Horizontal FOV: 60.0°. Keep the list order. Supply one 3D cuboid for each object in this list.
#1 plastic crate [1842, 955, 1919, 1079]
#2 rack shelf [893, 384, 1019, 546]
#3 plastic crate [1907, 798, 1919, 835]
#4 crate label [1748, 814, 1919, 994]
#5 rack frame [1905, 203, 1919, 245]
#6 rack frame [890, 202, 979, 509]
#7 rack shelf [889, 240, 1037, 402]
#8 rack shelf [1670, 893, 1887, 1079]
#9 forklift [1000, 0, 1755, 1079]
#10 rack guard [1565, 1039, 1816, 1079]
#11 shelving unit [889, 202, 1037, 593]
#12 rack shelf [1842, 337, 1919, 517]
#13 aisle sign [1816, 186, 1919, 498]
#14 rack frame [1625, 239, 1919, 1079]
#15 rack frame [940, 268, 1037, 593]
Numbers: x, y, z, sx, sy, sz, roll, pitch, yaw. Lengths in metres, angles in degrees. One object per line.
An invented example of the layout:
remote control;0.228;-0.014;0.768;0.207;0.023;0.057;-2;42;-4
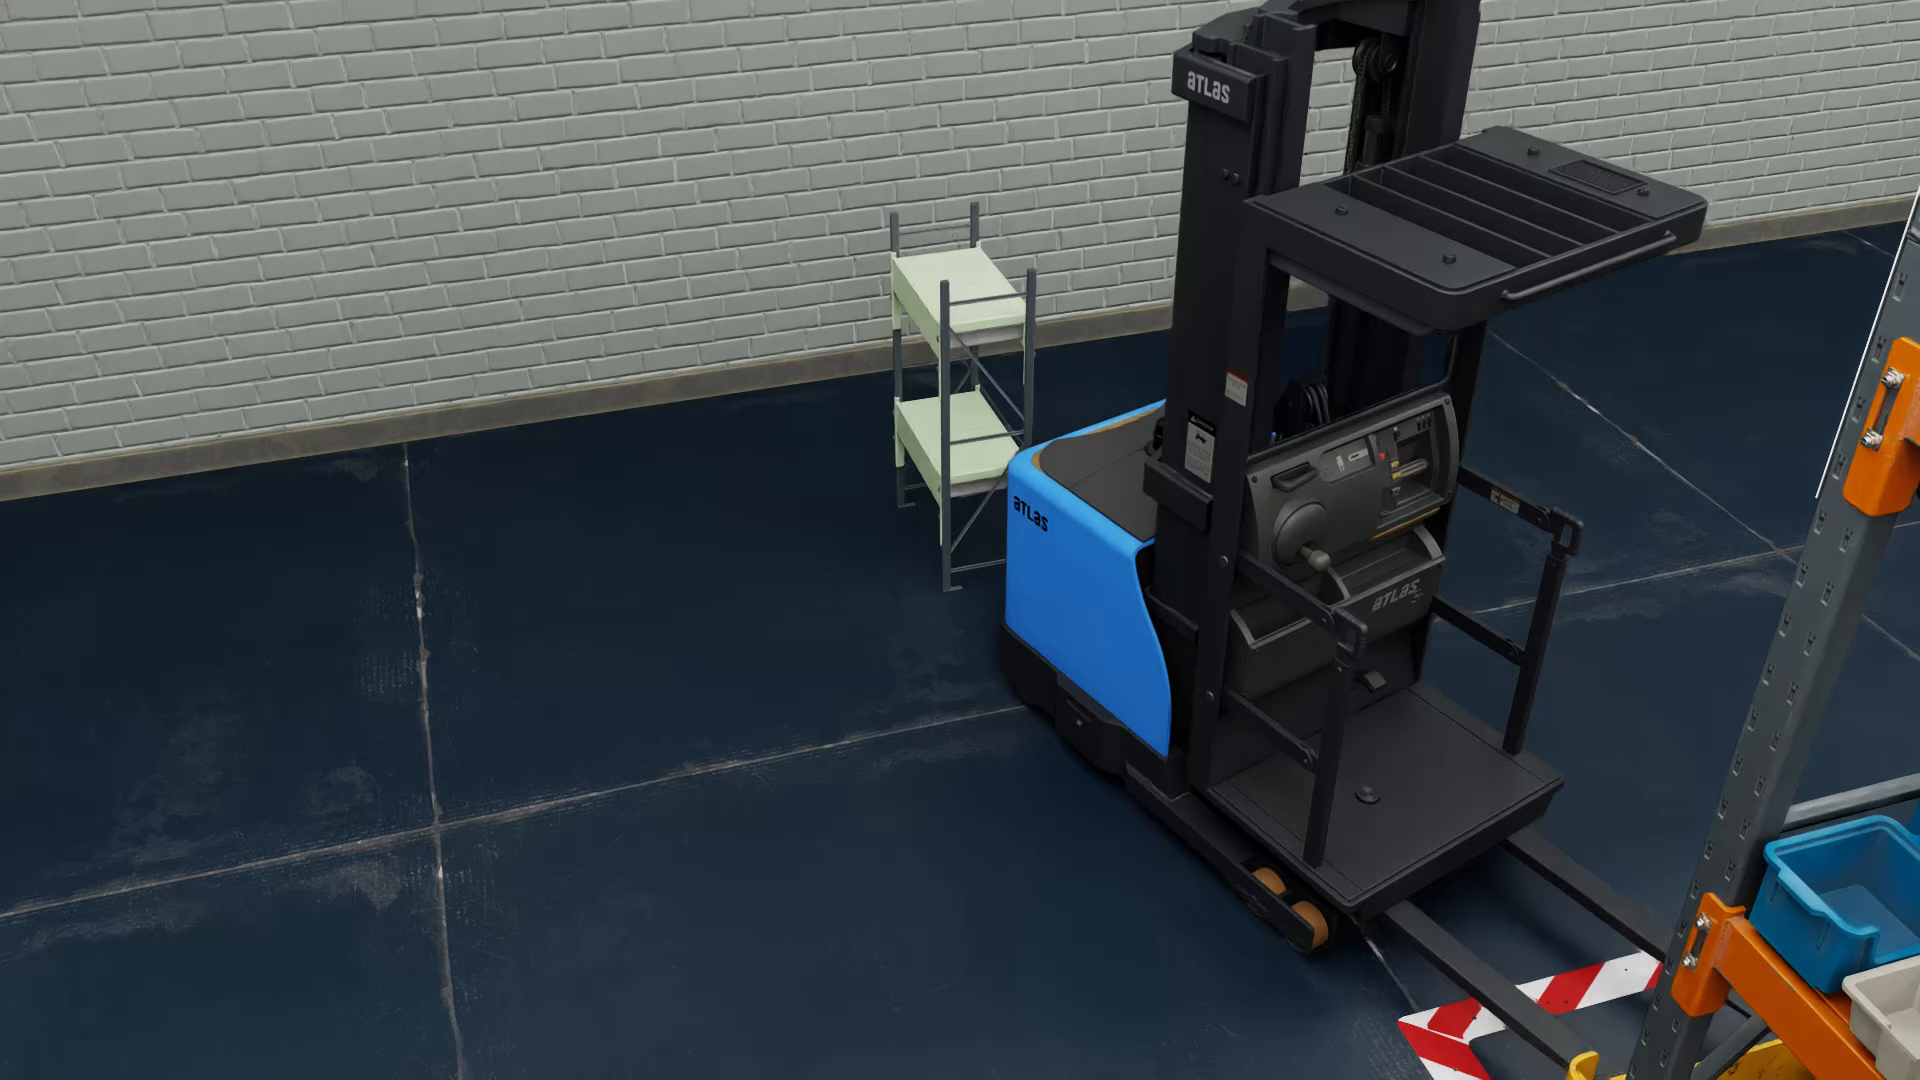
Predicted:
plastic crate;2.086;1.074;3.589;0.250;0.136;0.298;-10;35;-15
rack shelf;0.002;-0.350;7.511;0.431;0.370;0.720;-10;35;-15
plastic crate;2.585;0.726;3.843;0.616;0.435;0.499;-10;35;-15
crate label;2.067;0.852;3.838;0.416;0.233;0.303;-10;35;-15
rack frame;2.305;-1.881;2.434;1.000;3.000;0.127;-10;35;-15
rack frame;-0.110;-0.814;7.622;0.400;1.500;0.023;-10;35;-15
rack shelf;0.002;-0.948;7.116;0.431;0.370;0.720;-10;35;-15
rack shelf;2.915;1.972;2.698;1.077;0.370;4.000;-10;35;-15
forklift;1.417;-0.133;5.293;1.130;2.935;3.031;-21;39;-28
rack guard;2.285;1.654;4.793;1.175;0.500;0.348;-10;35;-15
shelving unit;0.002;-0.622;7.331;0.431;1.500;0.755;-10;35;-15
rack shelf;2.915;0.720;1.871;1.077;0.370;4.000;-10;35;-15
aisle sign;2.000;-0.451;3.353;0.394;0.787;0.004;-10;35;-15
rack frame;2.305;0.622;4.088;1.000;3.000;0.127;-10;35;-15
rack frame;0.114;-0.430;7.040;0.400;1.500;0.023;-10;35;-15
